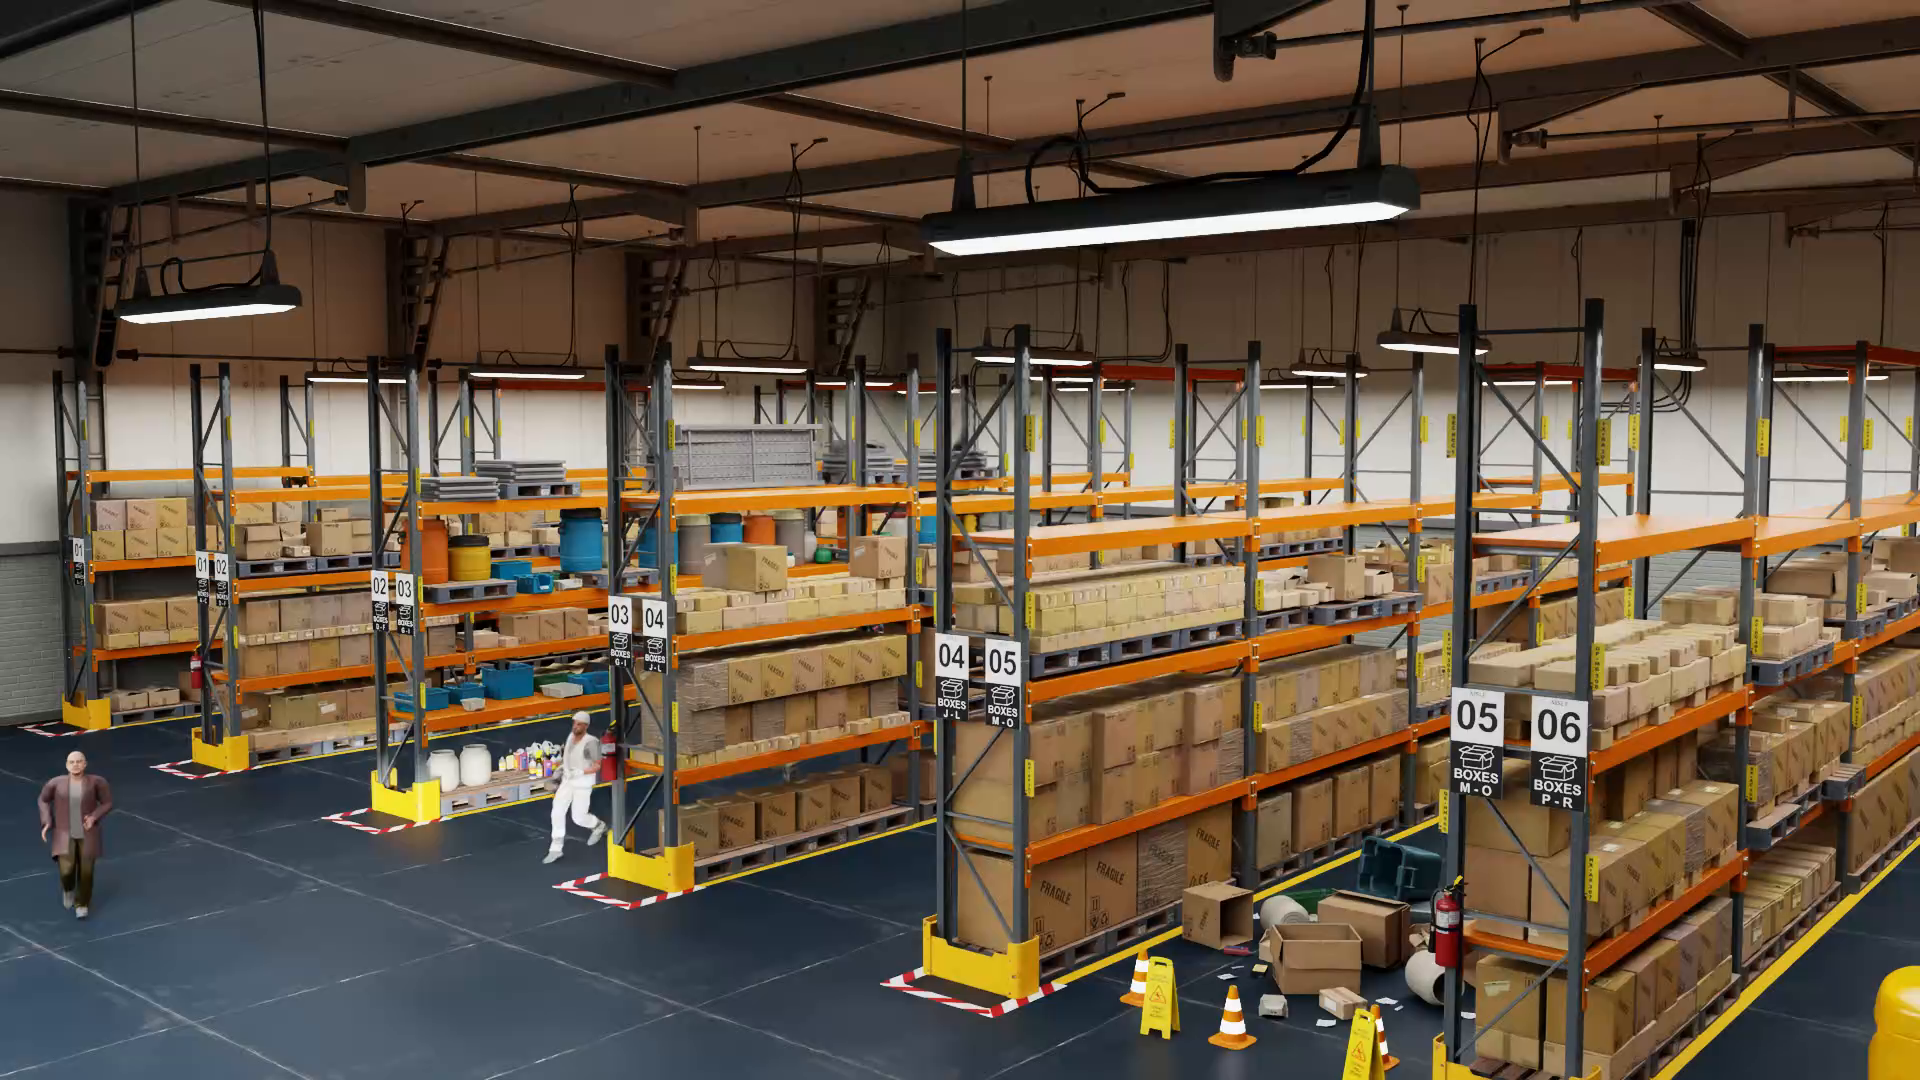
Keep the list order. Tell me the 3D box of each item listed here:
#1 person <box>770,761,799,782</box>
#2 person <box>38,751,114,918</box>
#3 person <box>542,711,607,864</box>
[{"bbox_3d":[-2.323,2.672,22.523,0.684,1.732,0.594,2,5,26],"label":"person"},{"bbox_3d":[-9.141,3.098,17.206,0.701,1.649,0.628,-2,5,-26],"label":"person"},{"bbox_3d":[-4.466,2.883,19.595,0.704,1.779,0.903,3,5,34],"label":"person"}]
